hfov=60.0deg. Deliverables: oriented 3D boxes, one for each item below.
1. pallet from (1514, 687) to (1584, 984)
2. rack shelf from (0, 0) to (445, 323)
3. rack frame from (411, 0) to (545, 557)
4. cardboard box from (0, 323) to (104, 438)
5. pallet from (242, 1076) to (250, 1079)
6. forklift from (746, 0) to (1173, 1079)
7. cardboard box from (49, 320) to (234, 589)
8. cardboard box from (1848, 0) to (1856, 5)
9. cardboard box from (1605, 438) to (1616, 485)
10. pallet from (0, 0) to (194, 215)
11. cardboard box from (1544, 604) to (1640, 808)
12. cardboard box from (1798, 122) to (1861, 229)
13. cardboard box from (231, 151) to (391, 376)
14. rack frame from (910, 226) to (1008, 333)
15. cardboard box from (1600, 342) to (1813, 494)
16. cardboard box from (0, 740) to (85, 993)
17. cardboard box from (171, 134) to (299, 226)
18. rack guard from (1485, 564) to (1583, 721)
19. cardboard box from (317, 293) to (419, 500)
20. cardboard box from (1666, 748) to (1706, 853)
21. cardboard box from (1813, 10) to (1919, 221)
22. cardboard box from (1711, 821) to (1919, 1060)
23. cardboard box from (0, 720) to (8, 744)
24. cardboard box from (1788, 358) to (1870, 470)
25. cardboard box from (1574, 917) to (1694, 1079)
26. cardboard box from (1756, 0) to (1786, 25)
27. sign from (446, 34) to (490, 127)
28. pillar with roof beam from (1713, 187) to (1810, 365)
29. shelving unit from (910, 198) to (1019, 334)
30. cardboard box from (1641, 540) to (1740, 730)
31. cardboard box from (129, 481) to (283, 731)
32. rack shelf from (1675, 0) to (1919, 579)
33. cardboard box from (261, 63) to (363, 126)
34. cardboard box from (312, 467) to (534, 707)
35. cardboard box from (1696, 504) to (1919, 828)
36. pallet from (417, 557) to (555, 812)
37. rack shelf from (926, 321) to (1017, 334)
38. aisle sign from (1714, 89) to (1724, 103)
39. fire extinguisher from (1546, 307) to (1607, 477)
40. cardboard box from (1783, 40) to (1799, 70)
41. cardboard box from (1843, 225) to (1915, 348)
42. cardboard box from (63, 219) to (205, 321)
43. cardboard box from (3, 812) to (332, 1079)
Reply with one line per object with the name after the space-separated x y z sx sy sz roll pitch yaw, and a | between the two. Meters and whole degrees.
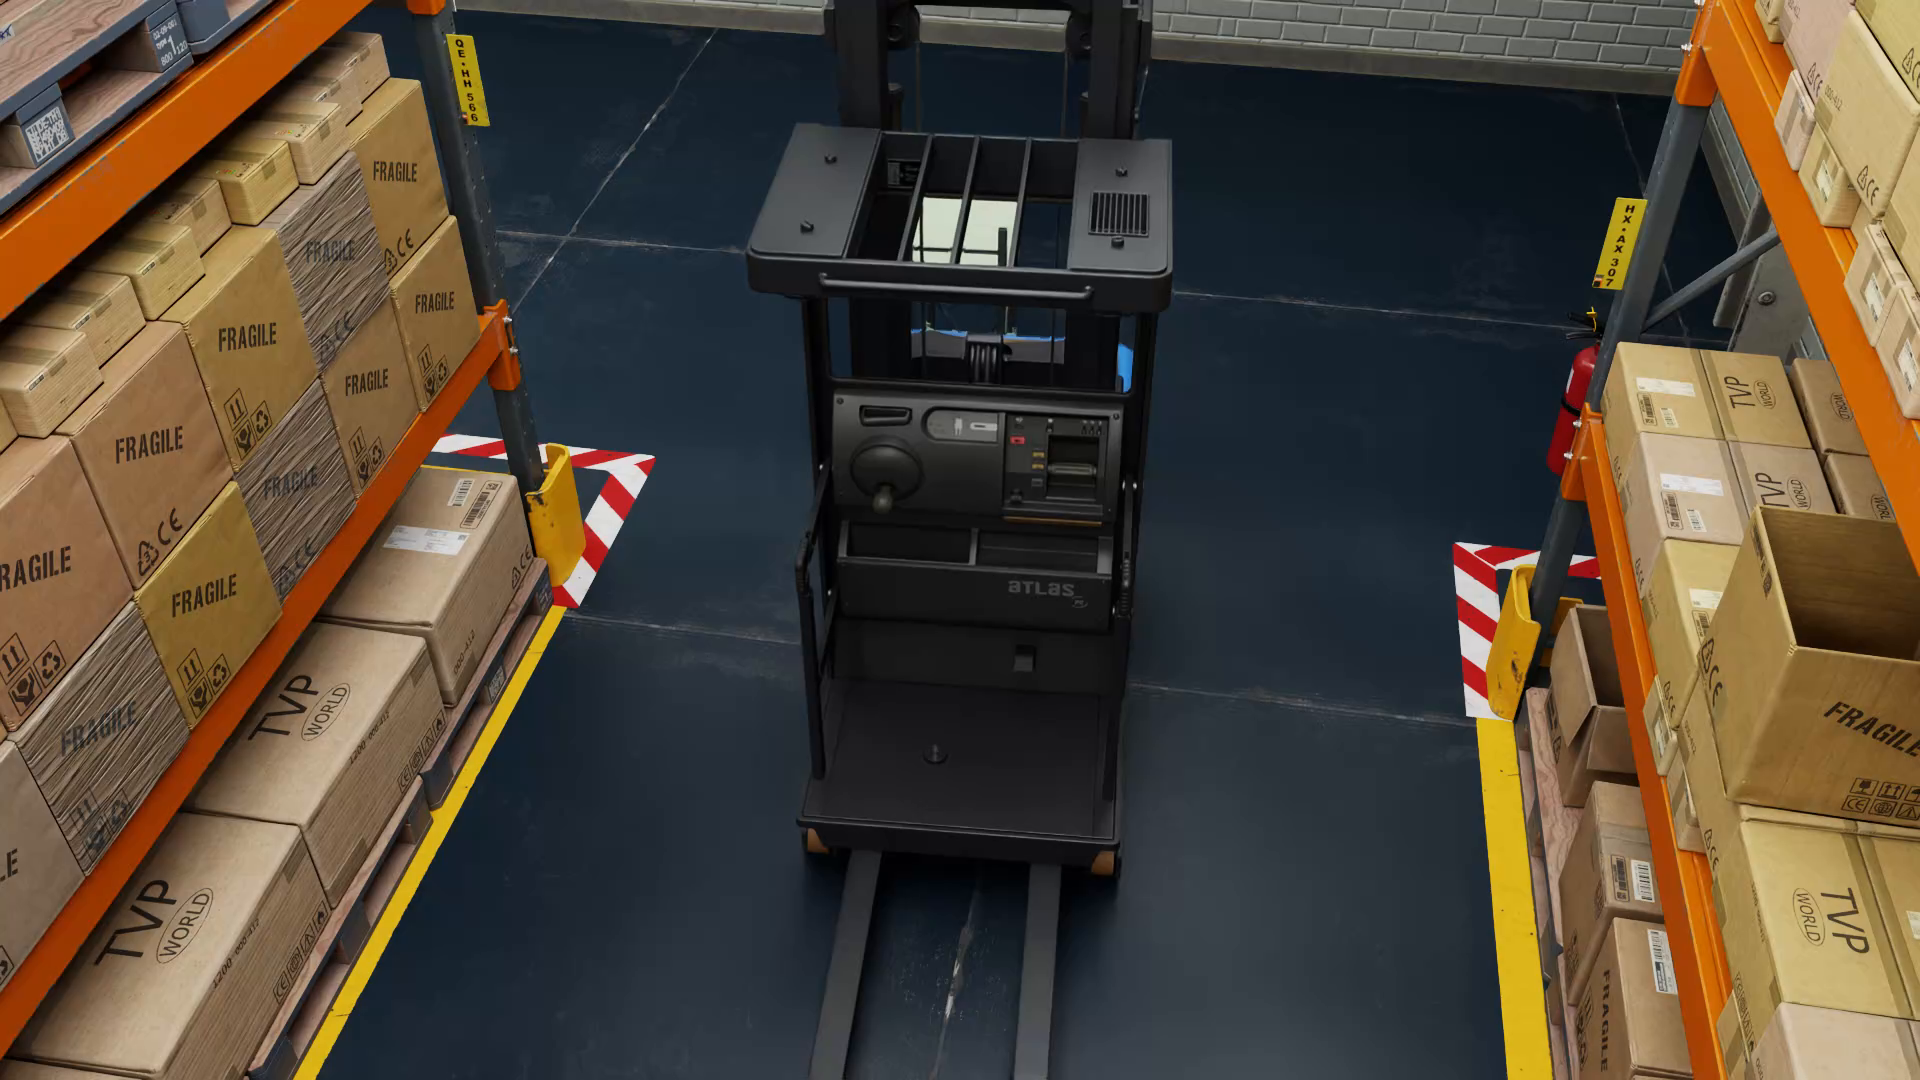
2.517 1.062 5.800 1.003 0.211 1.213 6 40 8 | pallet
-2.568 -0.729 3.988 1.077 0.370 4.000 6 40 8 | rack shelf
-2.222 -1.106 6.233 1.000 3.000 0.127 6 40 8 | rack frame
-2.322 -0.392 3.998 0.380 0.149 0.250 7 40 8 | cardboard box
-2.706 2.011 4.652 1.003 0.211 1.213 6 40 8 | pallet
0.034 -0.186 5.175 1.130 2.935 3.031 4 40 4 | forklift
-2.310 -0.244 4.328 0.500 0.500 0.500 6 40 7 | cardboard box
2.237 -1.398 3.725 0.500 0.250 0.500 6 40 7 | cardboard box
2.340 -0.288 5.441 0.380 0.149 0.250 6 40 7 | cardboard box
-2.549 -0.993 3.812 1.003 0.211 1.213 6 40 8 | pallet
2.468 0.613 5.784 0.797 0.503 0.637 5 40 6 | cardboard box
2.120 -0.809 3.717 0.380 0.149 0.250 6 40 8 | cardboard box
-2.132 -0.869 5.084 0.500 0.500 0.500 7 40 8 | cardboard box
-0.018 -0.622 6.826 0.400 1.500 0.023 4 40 4 | rack frame
2.324 -0.362 5.218 0.500 0.250 0.500 7 40 8 | cardboard box
-2.484 0.785 3.868 0.500 0.500 0.500 7 40 8 | cardboard box
-2.153 -1.045 4.788 0.380 0.149 0.250 7 40 9 | cardboard box
2.654 0.450 6.313 1.175 0.500 0.348 6 40 8 | rack guard
-2.146 -0.499 5.421 0.500 0.500 0.500 6 40 7 | cardboard box
2.043 0.683 4.267 0.380 0.149 0.250 7 40 9 | cardboard box
2.153 -0.884 3.495 0.500 0.250 0.500 5 40 6 | cardboard box
1.995 0.919 3.669 0.500 0.250 0.500 6 40 7 | cardboard box
-2.500 0.392 3.558 0.500 0.500 0.500 6 40 7 | cardboard box
2.849 -0.299 5.142 0.500 0.250 0.500 7 40 9 | cardboard box
2.092 1.467 4.753 0.500 0.500 0.500 7 40 8 | cardboard box
2.321 -1.525 4.271 0.500 0.250 0.500 6 40 7 | cardboard box
-1.690 -1.575 5.706 0.100 0.325 0.005 6 40 8 | sign
-0.218 -4.940 6.163 9.100 9.000 0.400 6 40 8 | pillar with roof beam
0.018 -0.854 7.106 0.431 1.500 0.755 4 40 4 | shelving unit
2.152 0.273 4.451 0.500 0.250 0.500 6 40 7 | cardboard box
-2.302 0.151 4.635 0.500 0.500 0.500 8 40 9 | cardboard box
2.321 -0.184 3.329 1.077 0.370 4.000 6 40 8 | rack shelf
-2.107 -1.370 5.181 0.380 0.149 0.250 7 40 8 | cardboard box
-2.238 0.145 6.401 0.875 0.438 0.875 5 40 6 | cardboard box
2.064 0.290 3.841 0.500 0.500 0.500 7 40 9 | cardboard box
-2.283 0.480 6.504 1.003 0.211 1.213 6 40 8 | pallet
0.018 -0.603 7.314 0.431 0.370 0.720 4 40 4 | rack shelf
2.390 -1.638 4.837 0.394 0.787 0.004 6 40 8 | aisle sign
2.238 -0.530 5.891 0.296 0.674 0.183 6 40 8 | fire extinguisher
2.364 -1.278 4.285 0.380 0.149 0.250 7 40 8 | cardboard box
2.022 -0.494 3.337 0.380 0.149 0.250 6 40 8 | cardboard box
-2.254 -0.725 4.401 0.380 0.149 0.250 7 40 9 | cardboard box
-2.546 1.286 5.021 0.875 0.438 0.875 5 40 6 | cardboard box
